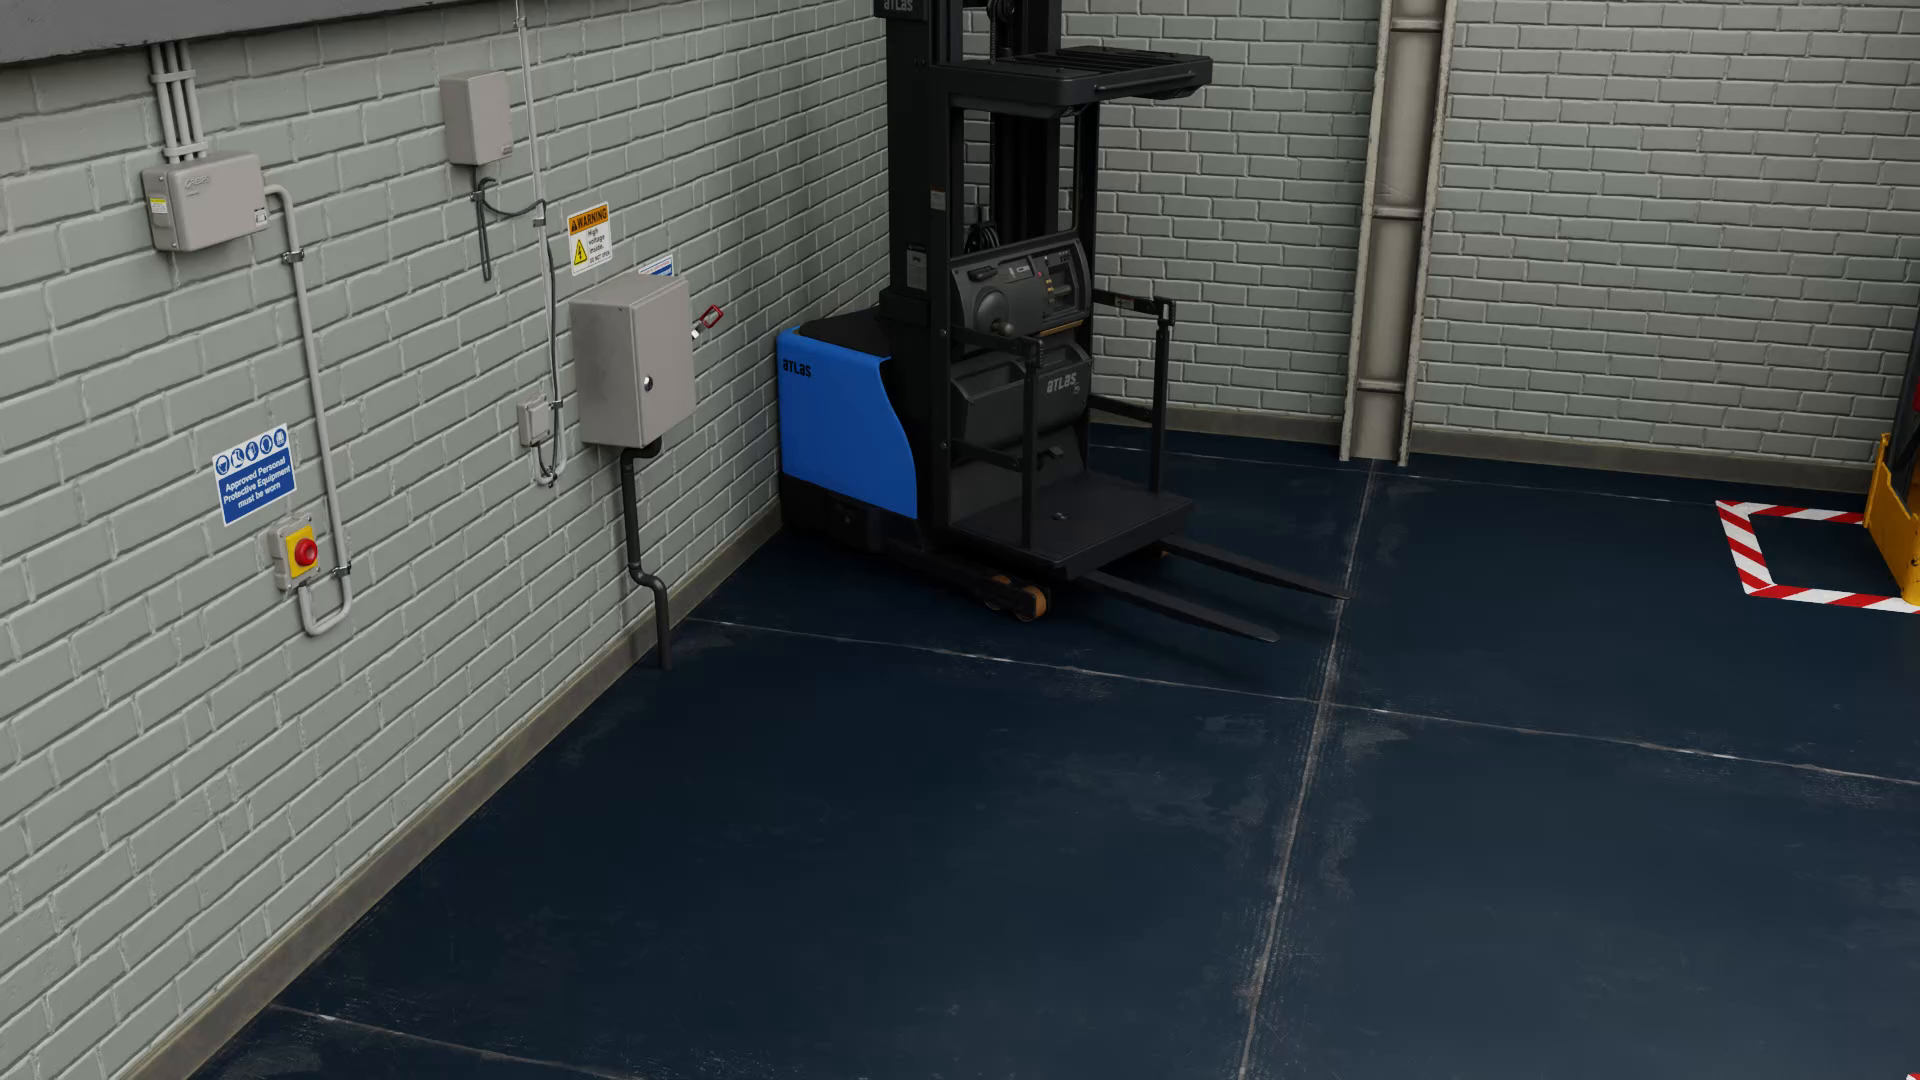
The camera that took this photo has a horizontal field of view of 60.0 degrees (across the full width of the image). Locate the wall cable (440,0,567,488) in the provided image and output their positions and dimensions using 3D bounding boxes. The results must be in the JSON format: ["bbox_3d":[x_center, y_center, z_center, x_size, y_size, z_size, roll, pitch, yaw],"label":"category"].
[{"bbox_3d":[-1.620,-1.068,6.084,0.122,1.984,0.588,7,23,16],"label":"wall cable"}]

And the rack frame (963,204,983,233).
[{"bbox_3d":[0.057,-1.091,9.317,0.032,1.500,0.500,4,19,17],"label":"rack frame"}]

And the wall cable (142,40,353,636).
[{"bbox_3d":[-2.019,-0.566,4.818,0.123,1.953,0.585,7,23,16],"label":"wall cable"}]

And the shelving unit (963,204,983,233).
[{"bbox_3d":[-0.435,-1.128,9.470,1.083,1.500,0.587,4,19,17],"label":"shelving unit"}]

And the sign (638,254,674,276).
[{"bbox_3d":[-1.328,-0.987,7.350,0.001,0.494,0.329,7,23,16],"label":"sign"}]

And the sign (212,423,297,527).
[{"bbox_3d":[-2.091,-0.196,4.939,0.001,0.218,0.327,7,23,16],"label":"sign"}]

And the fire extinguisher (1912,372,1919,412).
[{"bbox_3d":[4.542,-0.916,7.644,0.183,0.674,0.296,7,23,16],"label":"fire extinguisher"}]

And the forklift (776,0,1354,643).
[{"bbox_3d":[0.458,-1.195,7.822,3.031,2.935,1.130,19,29,39],"label":"forklift"}]

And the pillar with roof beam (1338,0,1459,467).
[{"bbox_3d":[1.252,-3.111,4.496,0.400,9.000,9.100,7,23,16],"label":"pillar with roof beam"}]

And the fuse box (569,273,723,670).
[{"bbox_3d":[-1.272,-0.233,7.083,0.414,1.711,0.539,7,23,16],"label":"fuse box"}]

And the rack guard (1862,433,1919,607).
[{"bbox_3d":[4.889,-0.111,8.382,0.348,0.500,1.175,7,23,16],"label":"rack guard"}]

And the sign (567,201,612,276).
[{"bbox_3d":[-1.487,-1.214,6.688,0.001,0.242,0.339,7,23,16],"label":"sign"}]

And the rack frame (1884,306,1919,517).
[{"bbox_3d":[4.817,-1.276,7.928,0.127,3.000,1.000,7,23,16],"label":"rack frame"}]
